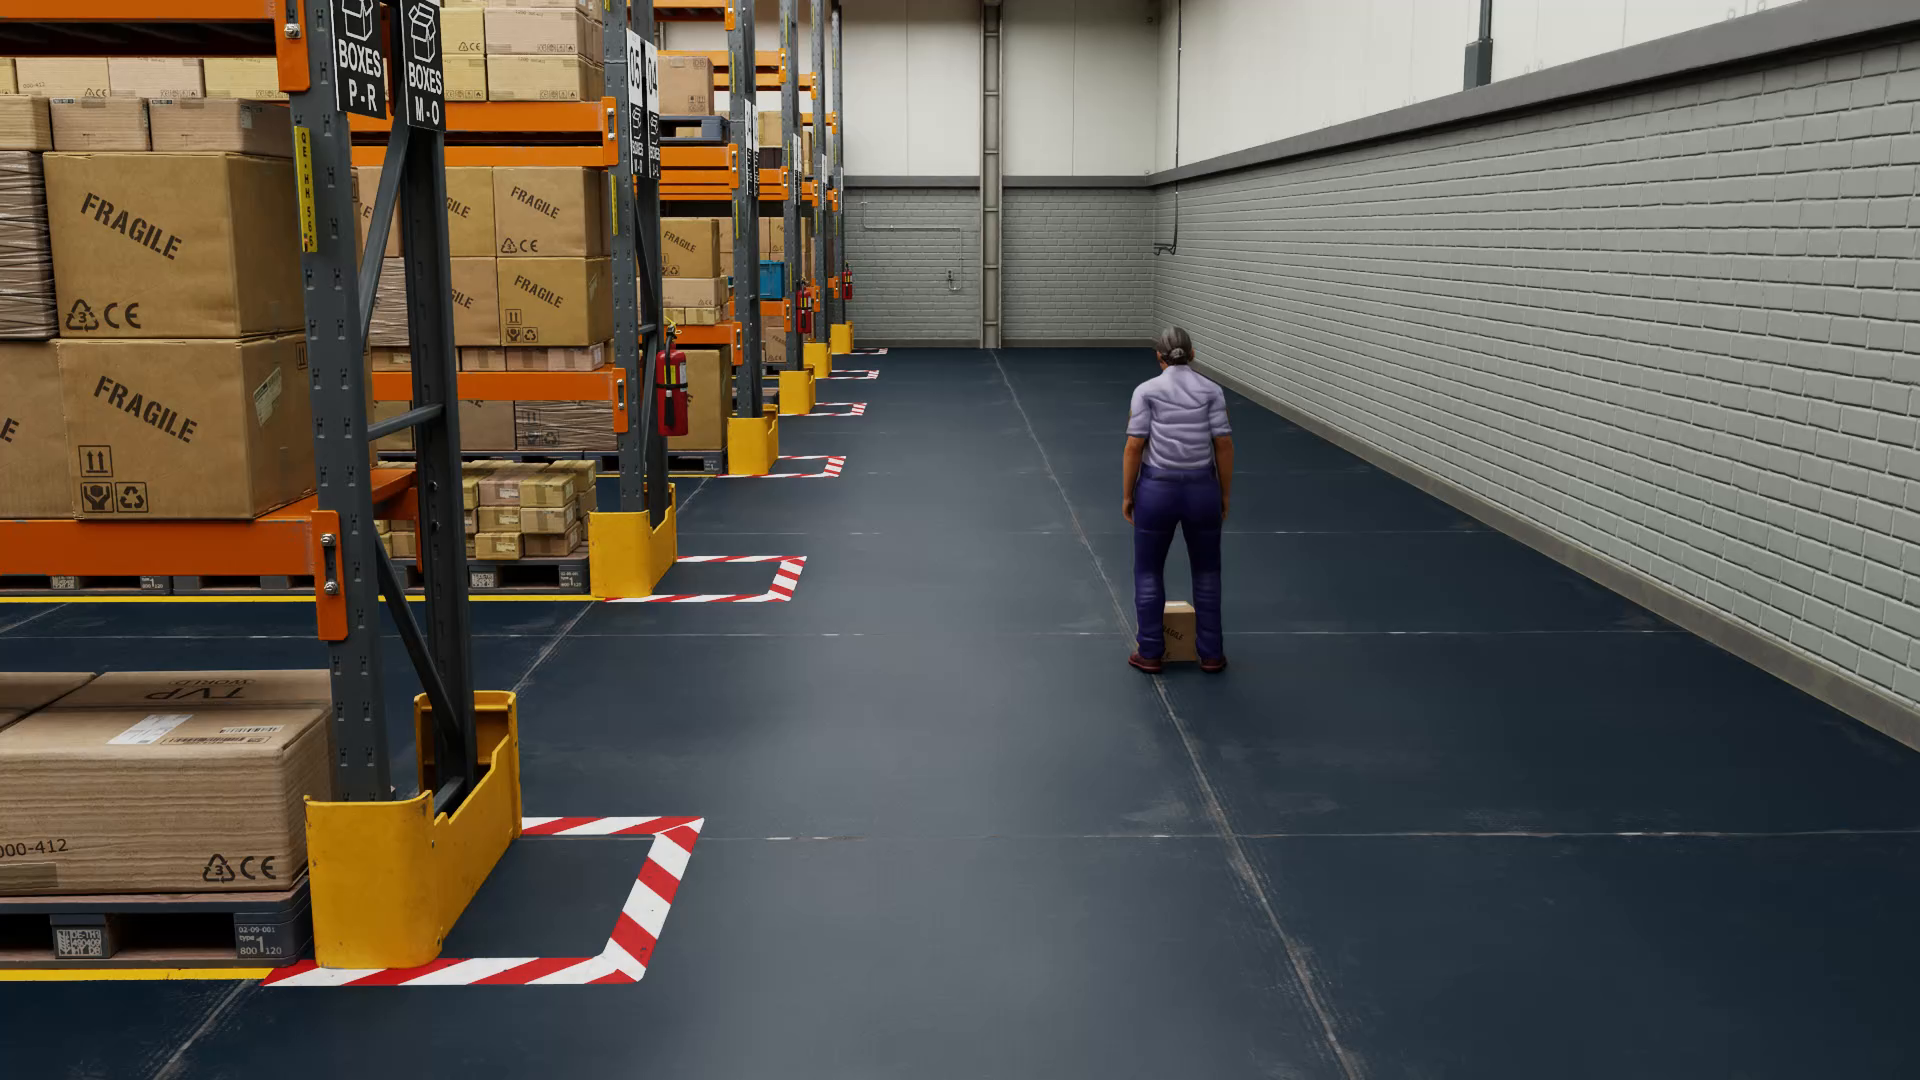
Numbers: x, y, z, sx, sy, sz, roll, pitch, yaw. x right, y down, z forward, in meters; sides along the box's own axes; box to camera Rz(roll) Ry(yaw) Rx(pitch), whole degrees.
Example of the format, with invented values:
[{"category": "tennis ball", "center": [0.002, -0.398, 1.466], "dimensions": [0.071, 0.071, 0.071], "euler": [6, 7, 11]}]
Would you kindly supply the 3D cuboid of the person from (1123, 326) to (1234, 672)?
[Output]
[{"category": "person", "center": [1.046, -0.181, 7.956], "dimensions": [0.543, 1.637, 0.367], "euler": [0, 10, -1]}]
